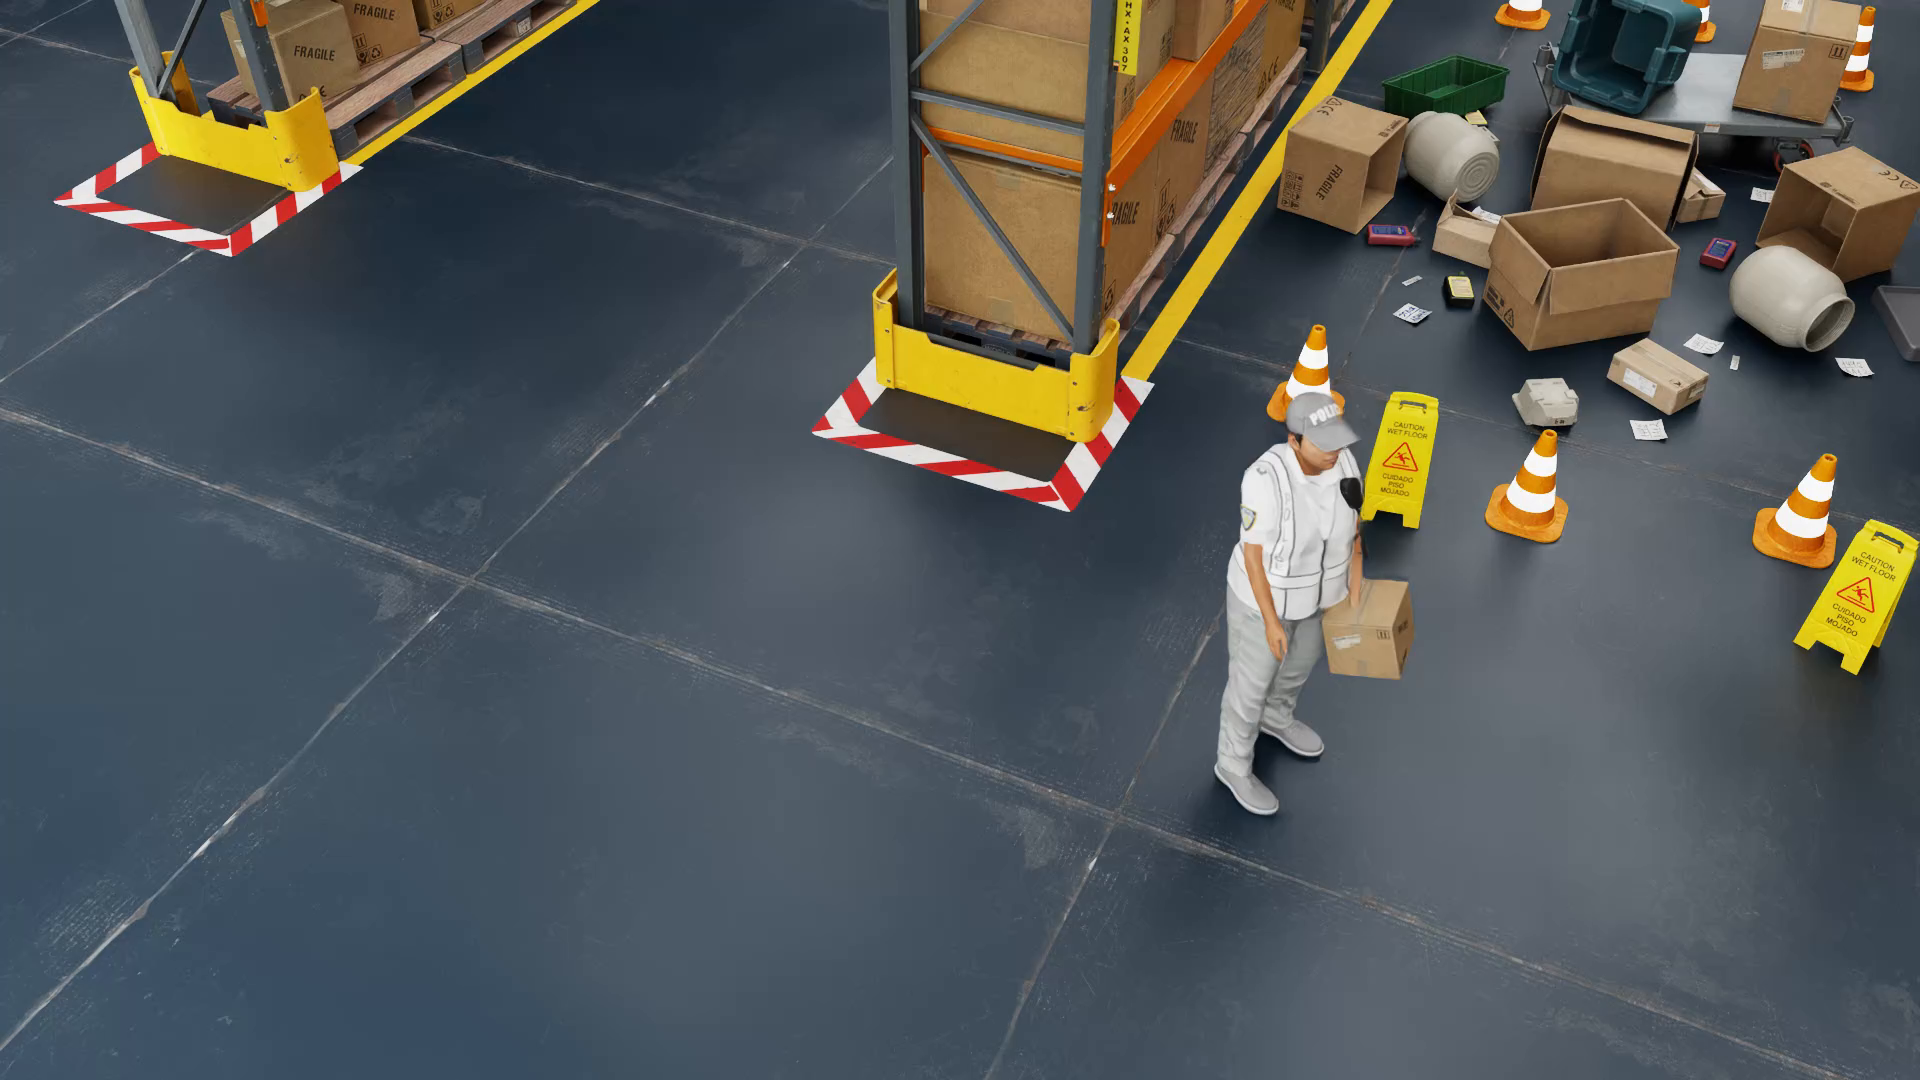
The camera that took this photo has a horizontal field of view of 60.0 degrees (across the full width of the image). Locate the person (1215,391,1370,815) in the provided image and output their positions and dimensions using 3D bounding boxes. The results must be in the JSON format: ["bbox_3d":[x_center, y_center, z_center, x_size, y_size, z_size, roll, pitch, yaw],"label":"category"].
[{"bbox_3d":[1.208,0.218,5.901,0.514,1.671,0.506,-19,46,-20],"label":"person"}]
